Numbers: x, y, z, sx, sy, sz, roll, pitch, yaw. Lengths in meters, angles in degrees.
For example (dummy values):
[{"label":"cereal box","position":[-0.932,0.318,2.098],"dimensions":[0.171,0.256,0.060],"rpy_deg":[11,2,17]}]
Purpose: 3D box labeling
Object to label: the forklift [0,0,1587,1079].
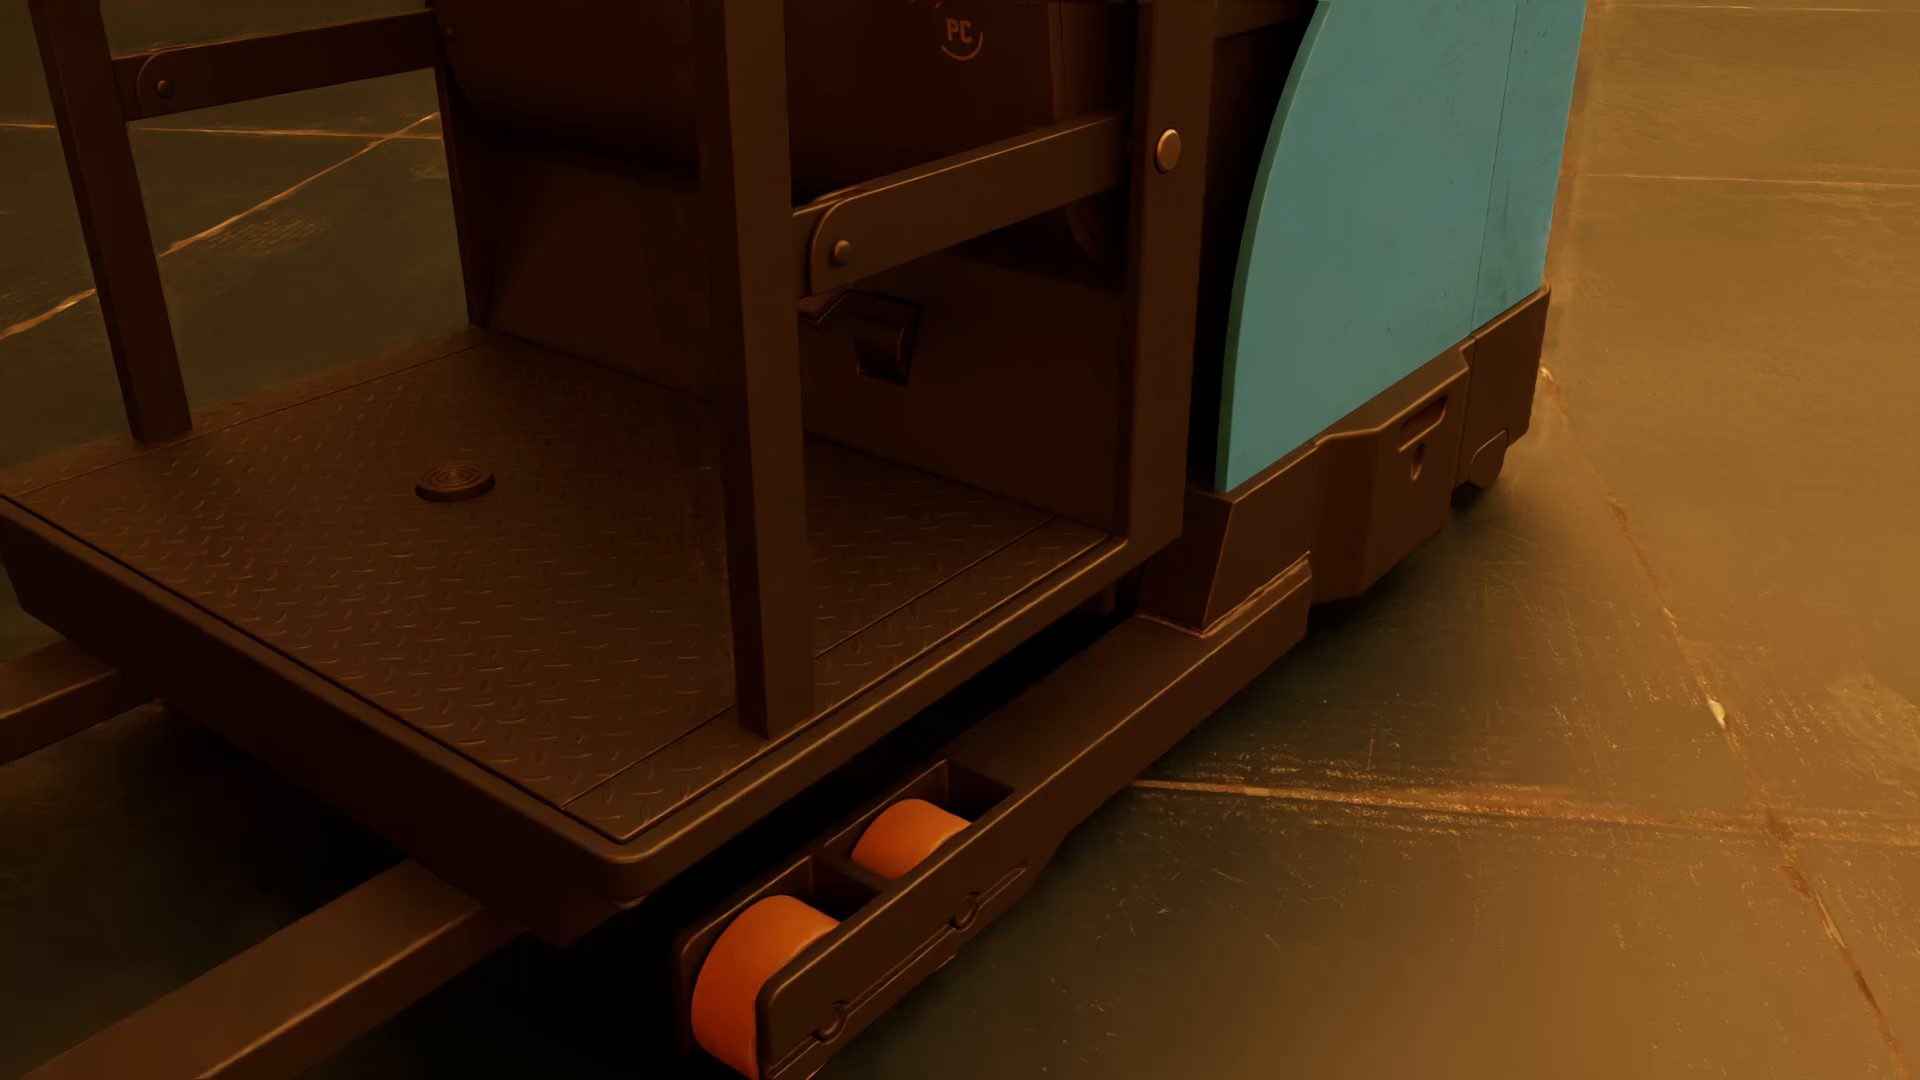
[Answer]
[{"label":"forklift","position":[-0.377,-1.068,1.357],"dimensions":[1.130,2.935,3.031],"rpy_deg":[19,32,34]}]
